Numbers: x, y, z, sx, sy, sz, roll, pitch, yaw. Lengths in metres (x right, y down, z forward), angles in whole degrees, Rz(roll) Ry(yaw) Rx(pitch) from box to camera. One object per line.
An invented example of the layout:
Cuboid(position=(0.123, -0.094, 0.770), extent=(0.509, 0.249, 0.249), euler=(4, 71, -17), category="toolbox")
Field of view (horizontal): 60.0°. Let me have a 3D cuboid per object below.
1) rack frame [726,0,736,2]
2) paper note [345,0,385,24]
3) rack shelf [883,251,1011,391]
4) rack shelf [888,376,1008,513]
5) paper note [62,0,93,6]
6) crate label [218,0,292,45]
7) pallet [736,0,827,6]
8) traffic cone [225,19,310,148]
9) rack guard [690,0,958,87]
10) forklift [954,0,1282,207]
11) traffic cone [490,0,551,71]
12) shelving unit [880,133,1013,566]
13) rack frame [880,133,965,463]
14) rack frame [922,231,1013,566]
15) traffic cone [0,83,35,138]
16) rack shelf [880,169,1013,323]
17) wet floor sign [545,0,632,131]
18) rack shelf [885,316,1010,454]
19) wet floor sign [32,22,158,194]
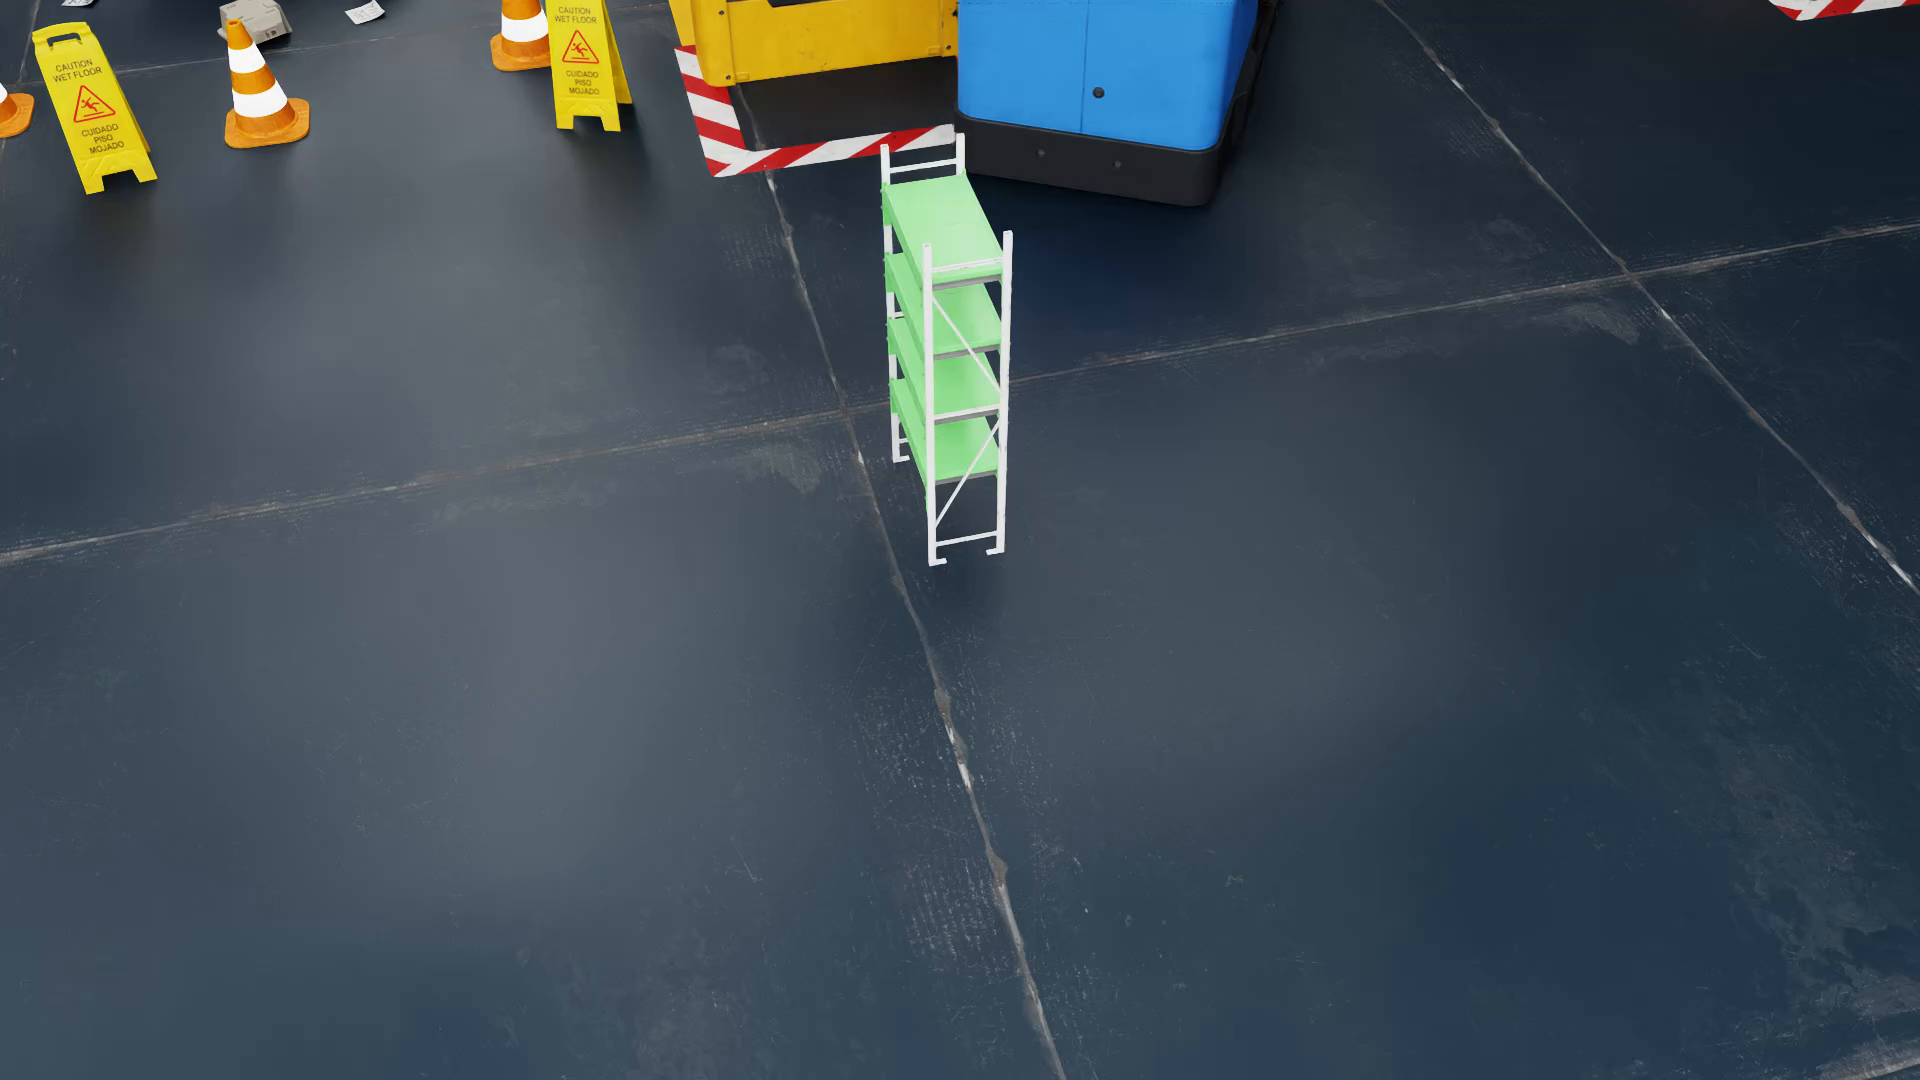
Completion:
Cuboid(position=(-0.549, -3.165, 6.251), extent=(1.000, 3.000, 0.127), euler=(-11, 47, -10), category="rack frame")
Cuboid(position=(-2.715, -2.414, 7.595), extent=(0.148, 0.019, 0.142), euler=(-26, 51, -24), category="paper note")
Cuboid(position=(-0.042, -0.658, 4.808), extent=(0.258, 0.148, 0.480), euler=(-11, 47, -10), category="rack shelf")
Cuboid(position=(-0.042, -0.322, 5.151), extent=(0.258, 0.148, 0.480), euler=(-11, 47, -10), category="rack shelf")
Cuboid(position=(-4.058, -2.514, 7.694), extent=(0.144, 0.017, 0.142), euler=(4, 46, 4), category="paper note")
Cuboid(position=(-3.153, -2.318, 7.425), extent=(0.250, 0.136, 0.298), euler=(-35, 55, -30), category="crate label")
Cuboid(position=(-0.742, -2.809, 7.855), extent=(1.003, 0.211, 1.213), euler=(-11, 47, -10), category="pallet")
Cuboid(position=(-2.892, -1.900, 6.788), extent=(0.336, 0.463, 0.334), euler=(-11, 47, -10), category="traffic cone")
Cuboid(position=(-0.569, -2.342, 7.195), extent=(1.175, 0.500, 0.348), euler=(-11, 47, -10), category="rack guard")
Cuboid(position=(0.865, -3.384, 6.515), extent=(1.130, 2.935, 3.031), euler=(11, 47, 11), category="forklift")
Cuboid(position=(-1.906, -2.338, 7.217), extent=(0.336, 0.463, 0.334), euler=(-11, 47, -10), category="traffic cone")
Cuboid(position=(-0.042, -0.534, 4.933), extent=(0.258, 1.200, 0.503), euler=(-11, 47, -10), category="shelving unit")
Cuboid(position=(-0.105, -0.703, 5.099), extent=(0.240, 1.200, 0.015), euler=(-11, 47, -10), category="rack frame")
Cuboid(position=(0.020, -0.366, 4.768), extent=(0.240, 1.200, 0.015), euler=(-11, 47, -10), category="rack frame")
Cuboid(position=(-4.072, -1.928, 6.816), extent=(0.336, 0.463, 0.334), euler=(-11, 47, -10), category="traffic cone")
Cuboid(position=(-0.042, -0.825, 4.636), extent=(0.258, 0.148, 0.480), euler=(-11, 47, -10), category="rack shelf")
Cuboid(position=(-1.535, -2.014, 6.772), extent=(0.267, 0.644, 0.232), euler=(4, 46, 4), category="wet floor sign")
Cuboid(position=(-0.042, -0.490, 4.979), extent=(0.258, 0.148, 0.480), euler=(-11, 47, -10), category="rack shelf")
Cuboid(position=(-3.387, -1.708, 6.472), extent=(0.267, 0.644, 0.232), euler=(-18, 48, -17), category="wet floor sign")
